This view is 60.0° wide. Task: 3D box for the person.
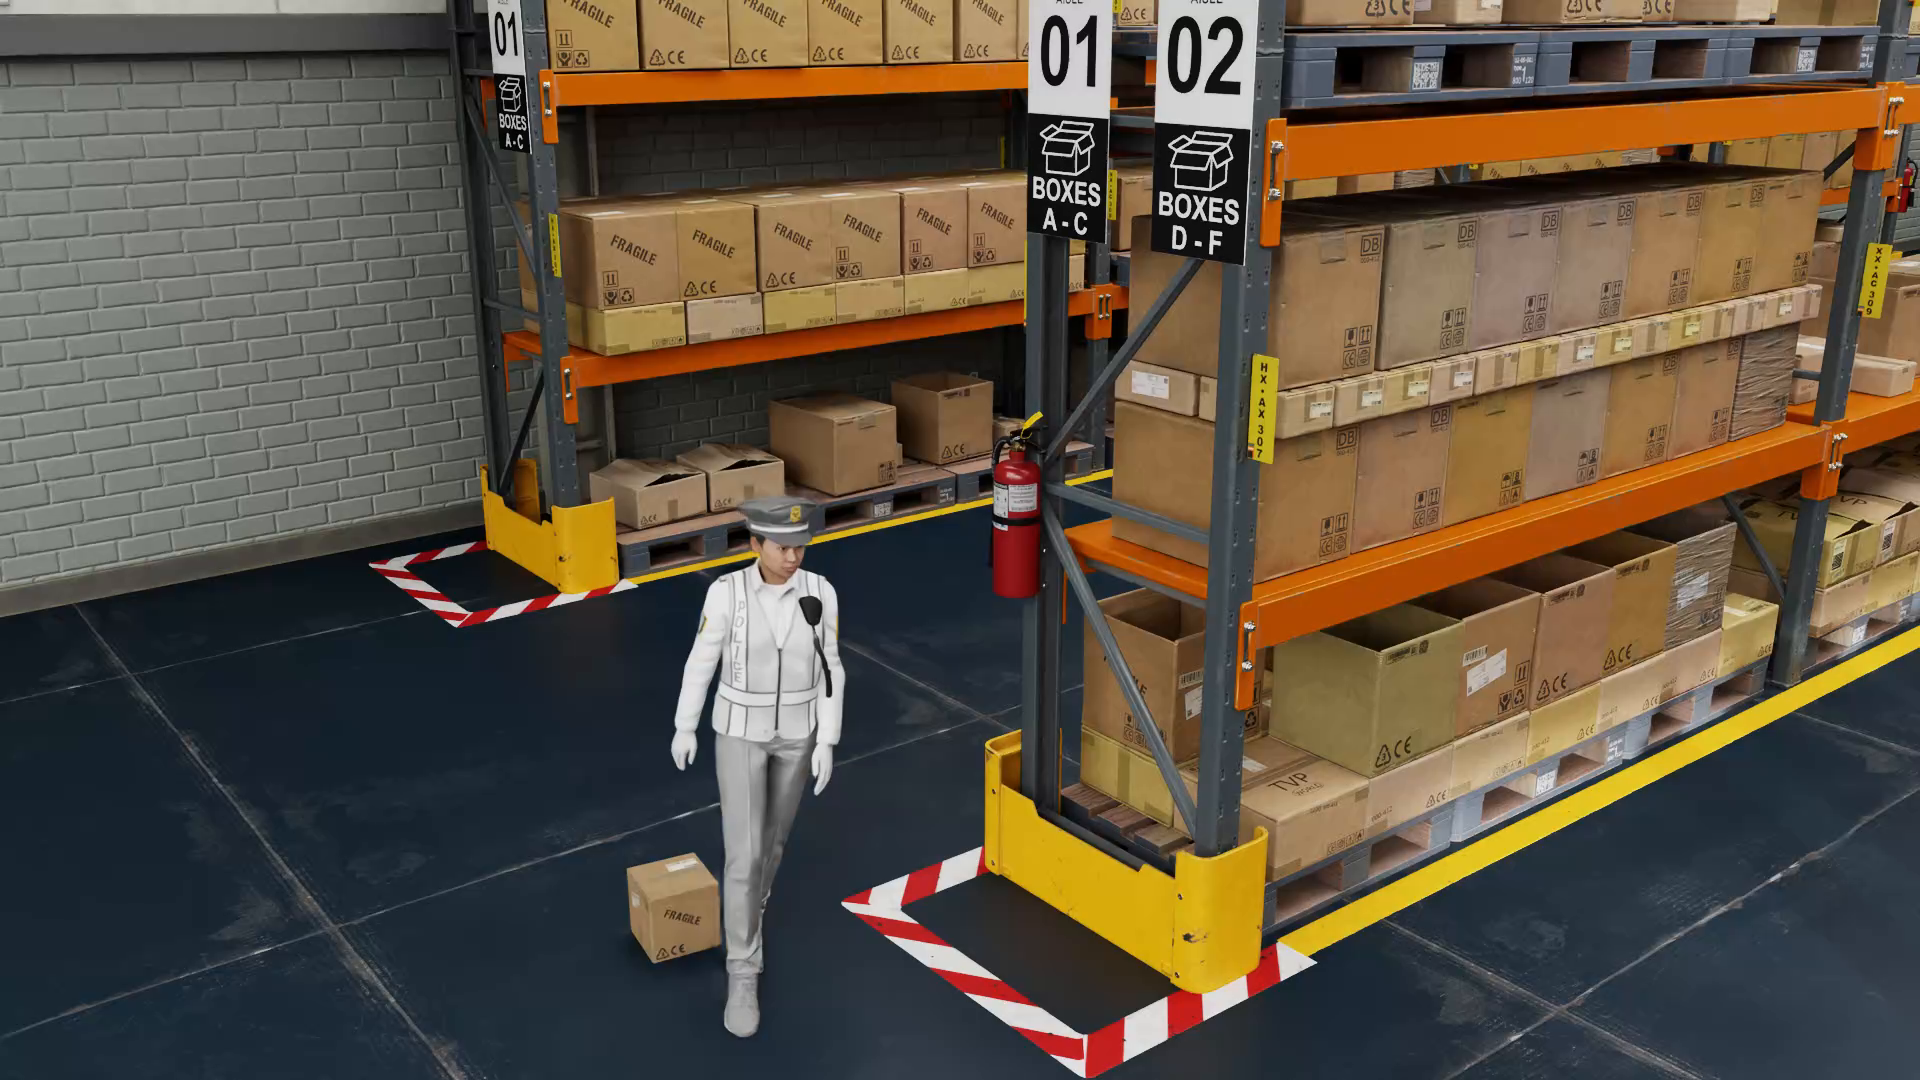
[{"bbox_3d":[-0.628,0.697,5.418,0.556,1.699,0.660,-6,19,-19],"label":"person"}]
